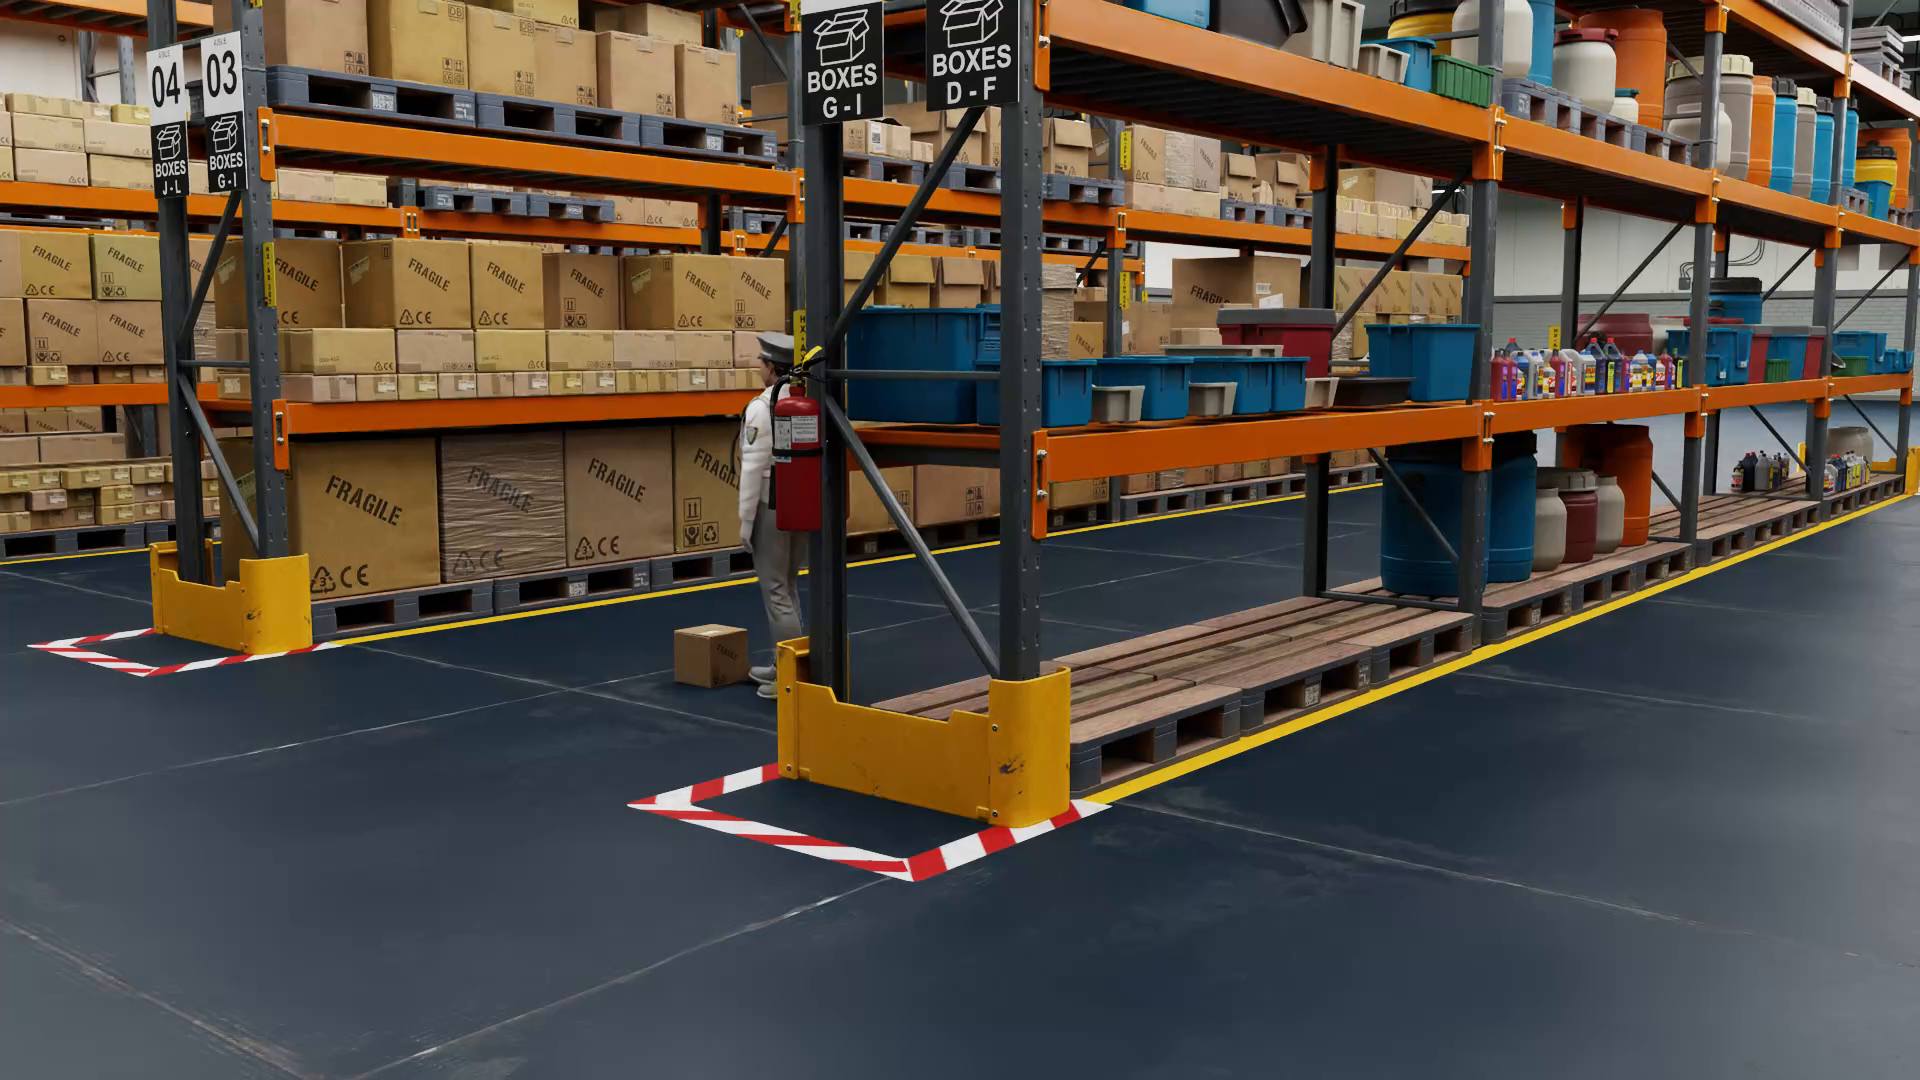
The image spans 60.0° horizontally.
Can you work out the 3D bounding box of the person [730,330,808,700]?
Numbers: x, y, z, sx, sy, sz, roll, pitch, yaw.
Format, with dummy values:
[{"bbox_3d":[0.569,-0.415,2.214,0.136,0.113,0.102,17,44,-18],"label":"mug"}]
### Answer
[{"bbox_3d":[-0.866,-0.119,7.667,0.519,1.685,0.479,6,9,39],"label":"person"}]
